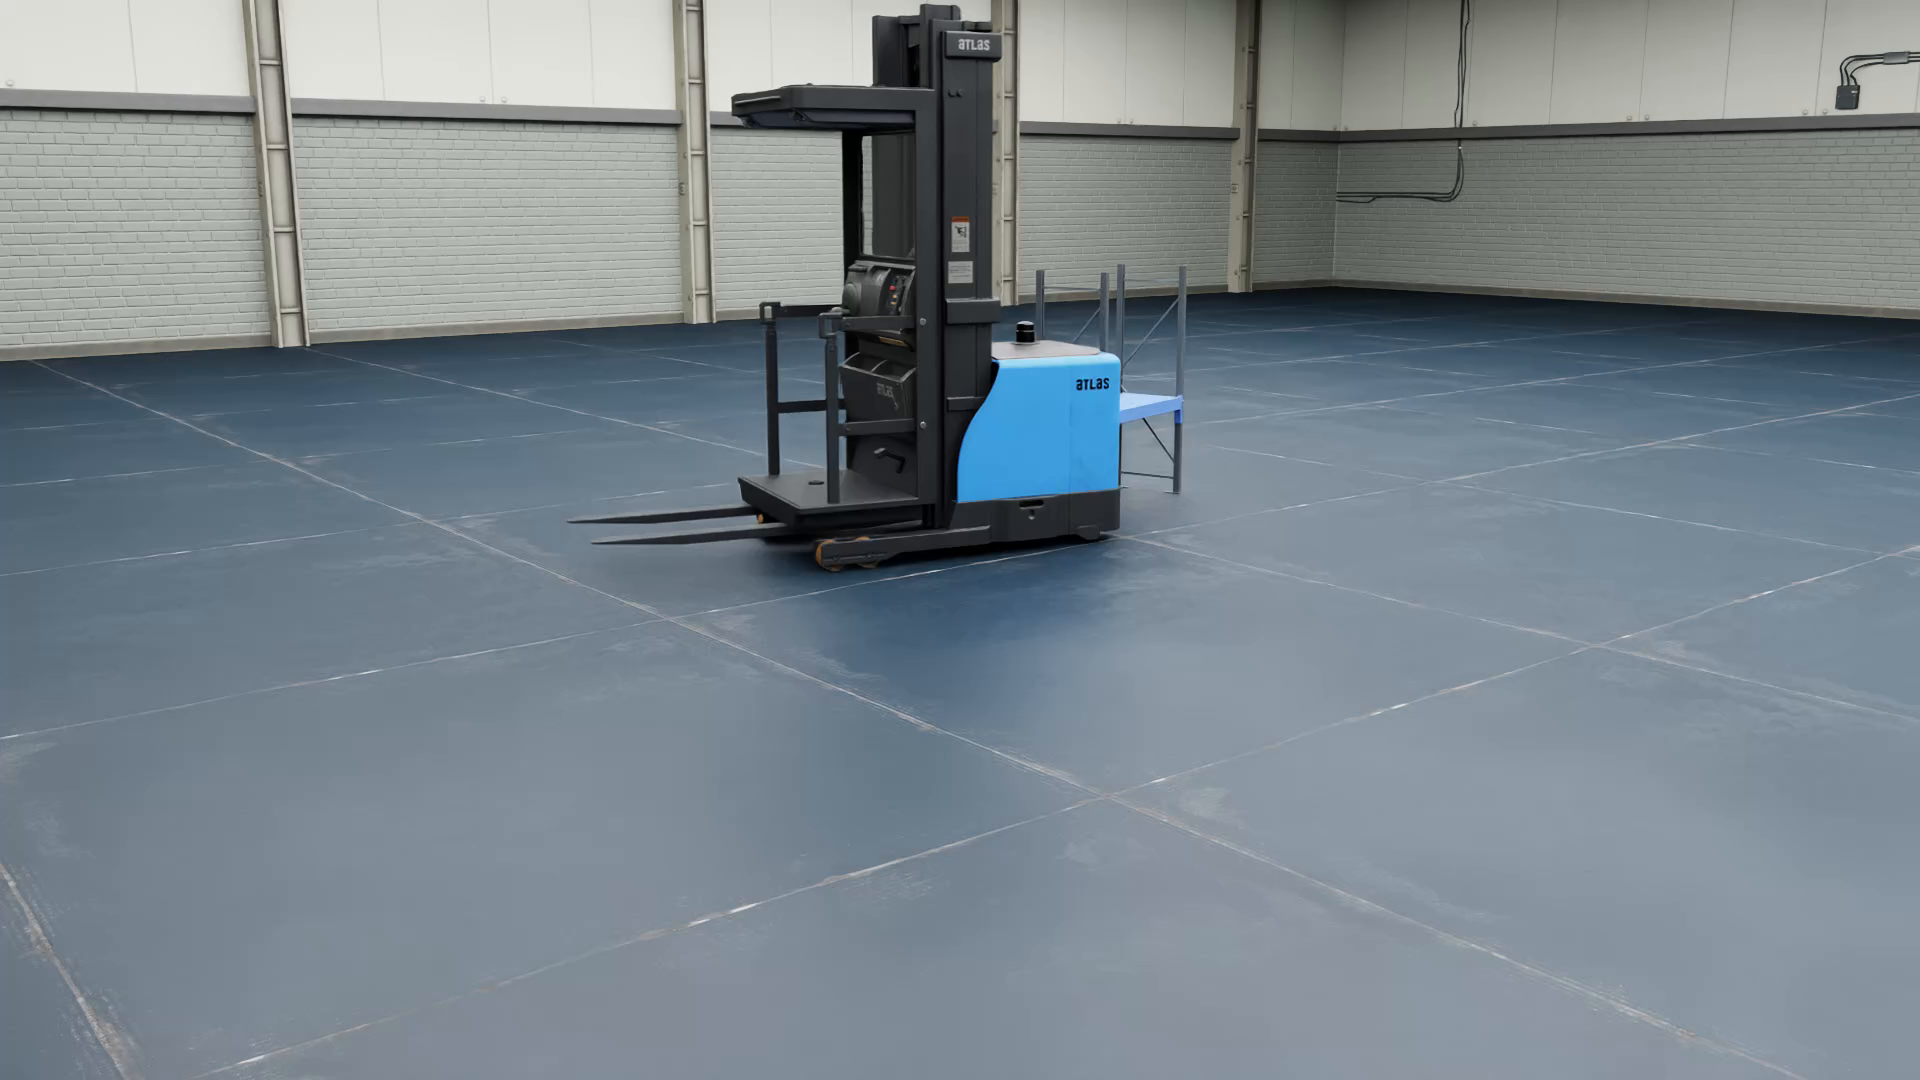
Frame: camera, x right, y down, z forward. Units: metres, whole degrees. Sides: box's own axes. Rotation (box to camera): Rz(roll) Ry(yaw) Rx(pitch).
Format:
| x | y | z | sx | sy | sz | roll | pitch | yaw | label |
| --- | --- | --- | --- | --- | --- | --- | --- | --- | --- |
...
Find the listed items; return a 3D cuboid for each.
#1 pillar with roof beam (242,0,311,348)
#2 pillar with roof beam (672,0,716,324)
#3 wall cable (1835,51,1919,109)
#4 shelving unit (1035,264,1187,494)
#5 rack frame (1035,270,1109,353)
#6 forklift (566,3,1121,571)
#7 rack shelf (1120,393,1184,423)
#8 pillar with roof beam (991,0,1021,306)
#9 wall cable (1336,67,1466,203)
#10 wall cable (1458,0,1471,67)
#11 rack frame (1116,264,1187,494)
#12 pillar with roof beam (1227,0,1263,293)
| x | y | z | sx | sy | sz | roll | pitch | yaw | label |
| --- | --- | --- | --- | --- | --- | --- | --- | --- | --- |
| -5.920 | -6.203 | 17.175 | 0.400 | 9.000 | 9.100 | -9 | 15 | -38 | pillar with roof beam |
| -1.235 | -6.981 | 20.842 | 0.400 | 9.000 | 9.100 | -9 | 15 | -38 | pillar with roof beam |
| 14.491 | -9.526 | 24.639 | 0.169 | 6.003 | 2.305 | -9 | 15 | -38 | wall cable |
| 0.969 | -0.983 | 10.648 | 0.538 | 1.500 | 1.048 | 8 | 14 | 34 | shelving unit |
| 0.681 | -0.896 | 10.238 | 0.500 | 1.500 | 0.032 | 8 | 14 | 34 | rack frame |
| -0.635 | -1.393 | 9.131 | 3.031 | 2.935 | 1.130 | -5 | 13 | -24 | forklift |
| 0.969 | -0.807 | 10.685 | 0.538 | 0.185 | 1.000 | 8 | 14 | 34 | rack shelf |
| 3.451 | -7.760 | 24.508 | 0.400 | 9.000 | 9.100 | -9 | 15 | -38 | pillar with roof beam |
| 8.573 | -7.886 | 32.576 | 0.112 | 2.526 | 3.097 | -9 | 15 | -38 | wall cable |
| 10.263 | -9.917 | 29.985 | 0.112 | 2.526 | 3.097 | -9 | 15 | -38 | wall cable |
| 1.258 | -1.070 | 11.057 | 0.500 | 1.500 | 0.032 | 8 | 14 | 34 | rack frame |
| 8.136 | -8.538 | 28.175 | 0.400 | 9.000 | 9.100 | -9 | 15 | -38 | pillar with roof beam |
